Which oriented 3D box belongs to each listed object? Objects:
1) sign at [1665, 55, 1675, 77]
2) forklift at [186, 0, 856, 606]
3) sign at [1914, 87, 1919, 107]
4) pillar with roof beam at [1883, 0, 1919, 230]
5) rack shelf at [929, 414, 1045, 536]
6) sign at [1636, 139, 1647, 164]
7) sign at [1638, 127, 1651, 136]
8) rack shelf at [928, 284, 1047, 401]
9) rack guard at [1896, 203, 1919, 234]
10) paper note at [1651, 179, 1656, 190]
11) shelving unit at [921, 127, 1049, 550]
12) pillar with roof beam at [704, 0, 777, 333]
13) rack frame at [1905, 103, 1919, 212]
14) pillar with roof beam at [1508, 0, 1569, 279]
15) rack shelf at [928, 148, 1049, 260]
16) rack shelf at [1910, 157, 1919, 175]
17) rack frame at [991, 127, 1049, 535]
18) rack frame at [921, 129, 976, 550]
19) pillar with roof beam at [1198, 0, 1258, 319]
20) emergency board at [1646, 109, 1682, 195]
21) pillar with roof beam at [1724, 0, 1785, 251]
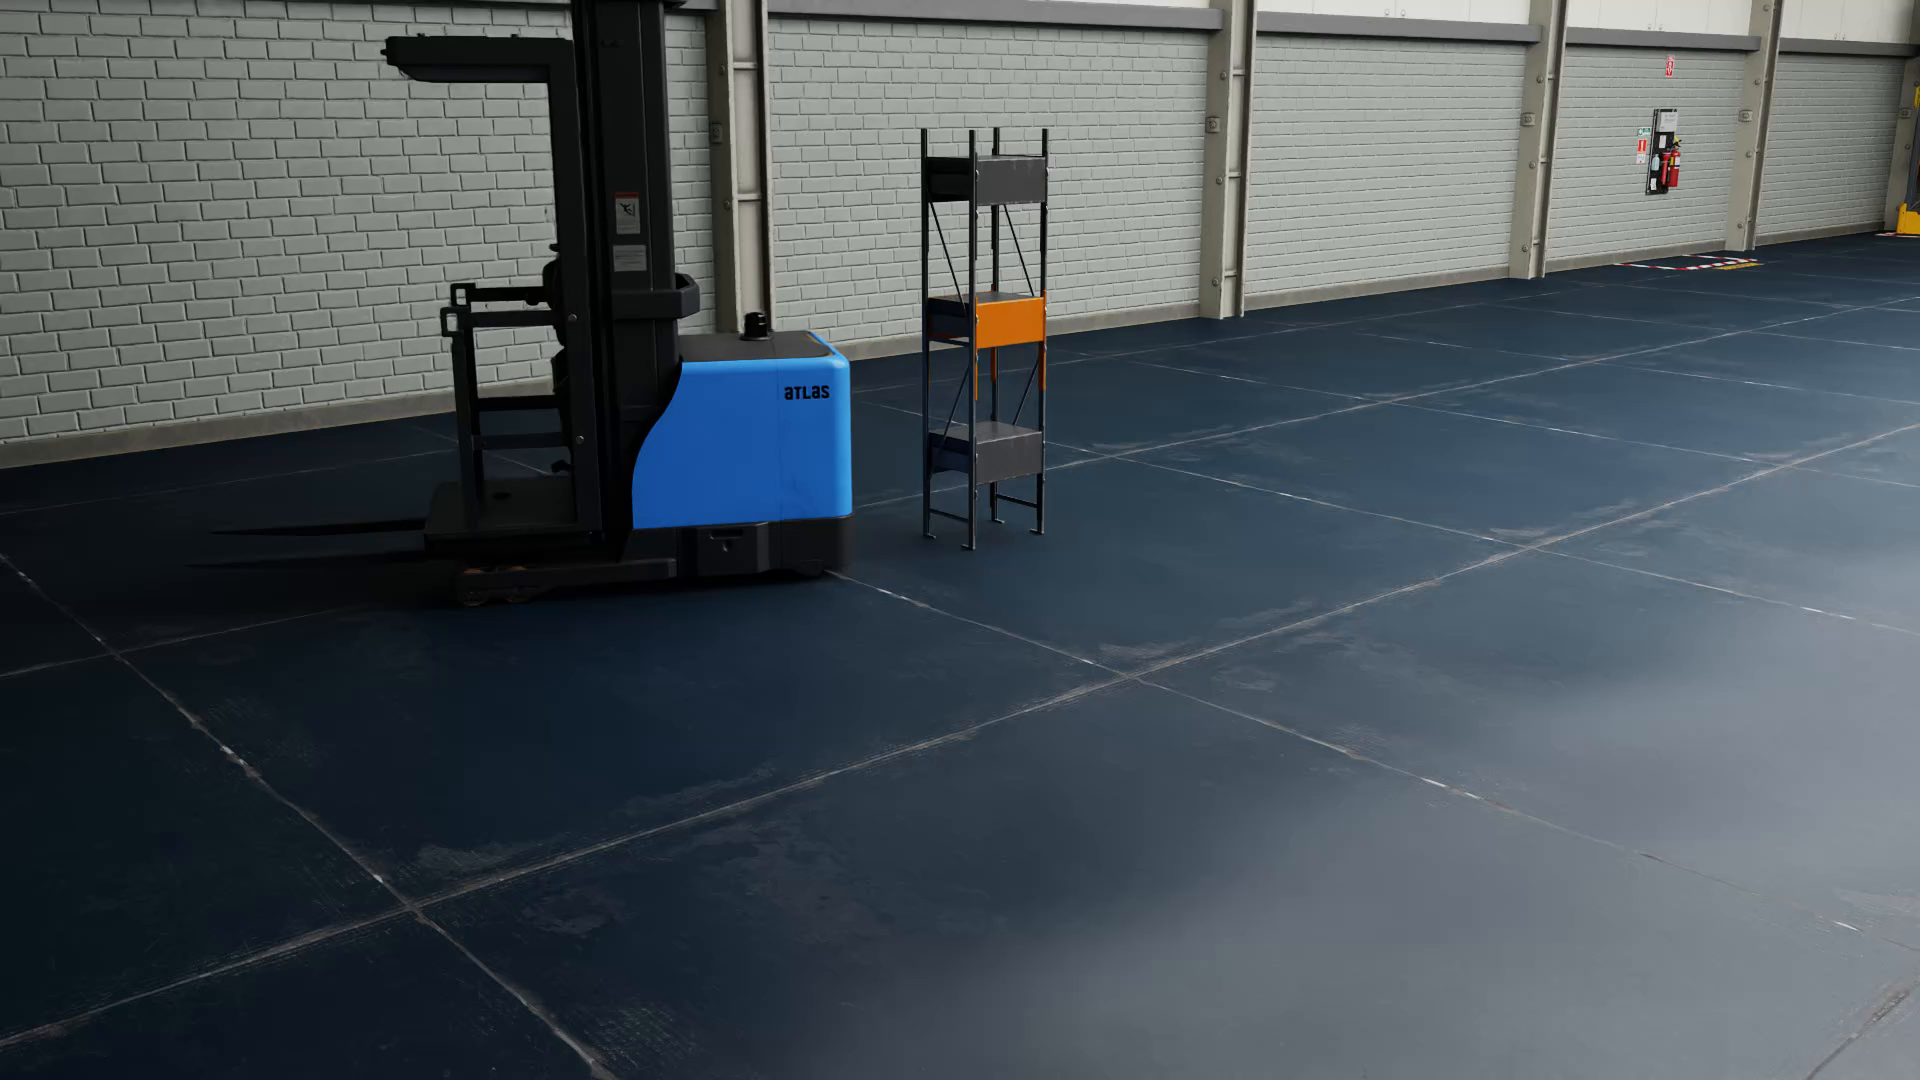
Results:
[{"bbox_3d":[9.857,-6.581,23.084,0.199,0.298,0.001,-13,19,-39],"label":"sign"},{"bbox_3d":[-2.083,-1.265,7.806,3.031,2.935,1.130,-4,15,-14],"label":"forklift"},{"bbox_3d":[16.034,-7.407,27.813,0.005,0.325,0.100,-13,19,-39],"label":"sign"},{"bbox_3d":[19.170,-8.931,24.748,0.400,9.000,9.100,-13,19,-39],"label":"pillar with roof beam"},{"bbox_3d":[0.125,-0.353,8.768,0.480,0.518,0.431,-13,19,-39],"label":"rack shelf"},{"bbox_3d":[9.443,-5.387,23.035,0.234,0.329,0.001,-13,19,-39],"label":"sign"},{"bbox_3d":[9.453,-5.642,22.963,0.331,0.109,0.001,-13,19,-39],"label":"sign"},{"bbox_3d":[0.125,-1.029,8.587,0.480,0.518,0.431,-13,19,-39],"label":"rack shelf"},{"bbox_3d":[16.441,-5.389,27.956,0.348,0.500,1.175,-13,19,-39],"label":"rack guard"},{"bbox_3d":[9.749,-5.001,23.367,0.142,0.148,0.016,-13,19,-39],"label":"paper note"},{"bbox_3d":[0.125,-1.042,8.584,0.503,2.100,0.431,-13,19,-39],"label":"shelving unit"},{"bbox_3d":[1.065,-4.865,9.527,0.400,9.000,9.100,-13,19,-39],"label":"pillar with roof beam"},{"bbox_3d":[16.384,-6.584,27.586,0.127,3.000,1.000,-13,19,-39],"label":"rack frame"},{"bbox_3d":[10.117,-6.898,17.138,0.400,9.000,9.100,-13,19,-39],"label":"pillar with roof beam"},{"bbox_3d":[0.125,-1.706,8.407,0.480,0.518,0.431,-13,19,-39],"label":"rack shelf"},{"bbox_3d":[17.892,-6.575,28.947,4.000,0.370,1.077,-13,19,-39],"label":"rack shelf"},{"bbox_3d":[0.309,-1.084,8.739,0.015,2.100,0.400,-13,19,-39],"label":"rack frame"},{"bbox_3d":[-0.059,-1.001,8.429,0.015,2.100,0.400,-13,19,-39],"label":"rack frame"},{"bbox_3d":[5.591,-5.882,13.333,0.400,9.000,9.100,-13,19,-39],"label":"pillar with roof beam"},{"bbox_3d":[9.928,-5.443,23.315,0.643,1.169,0.194,-13,19,-39],"label":"emergency board"},{"bbox_3d":[14.643,-7.915,20.943,0.400,9.000,9.100,-13,19,-39],"label":"pillar with roof beam"}]
